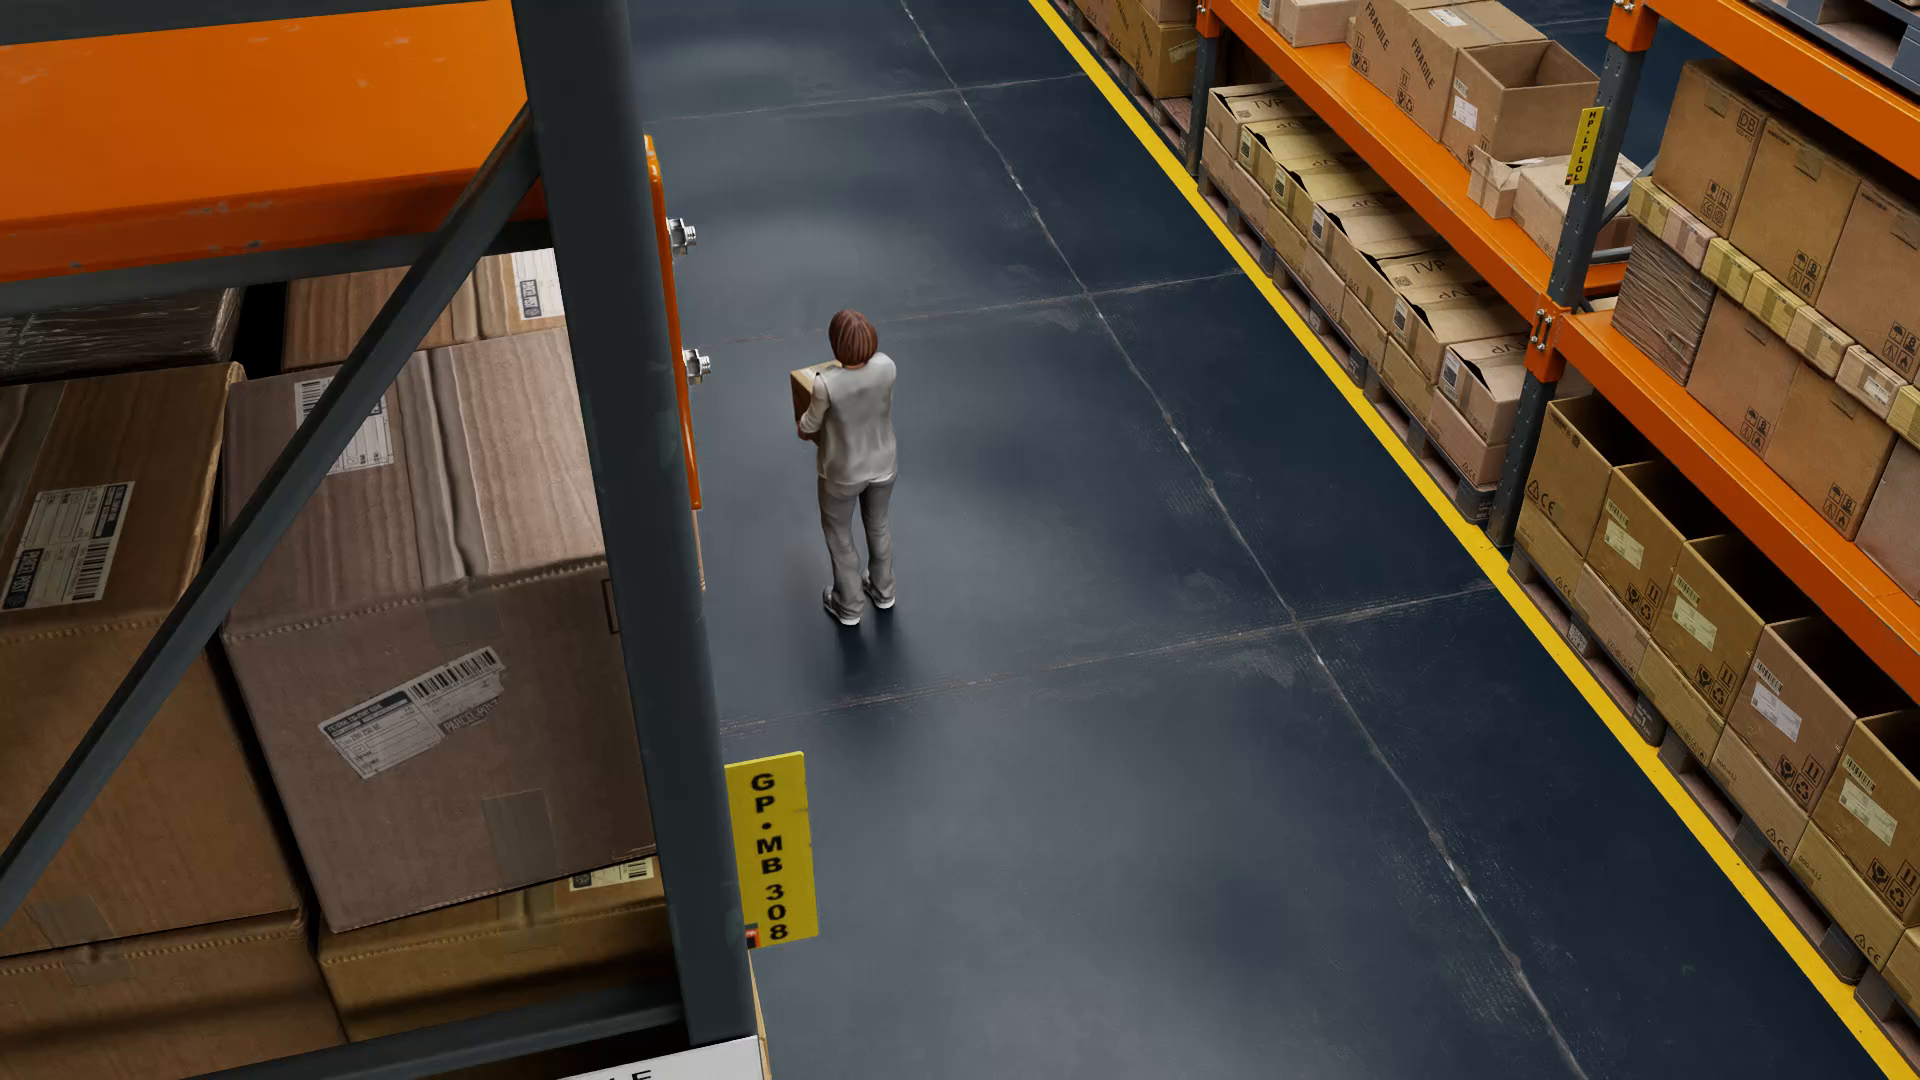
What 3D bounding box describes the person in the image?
[{"bbox_3d":[-0.477,-0.351,7.102,0.408,1.589,0.493,-18,42,-21],"label":"person"}]
